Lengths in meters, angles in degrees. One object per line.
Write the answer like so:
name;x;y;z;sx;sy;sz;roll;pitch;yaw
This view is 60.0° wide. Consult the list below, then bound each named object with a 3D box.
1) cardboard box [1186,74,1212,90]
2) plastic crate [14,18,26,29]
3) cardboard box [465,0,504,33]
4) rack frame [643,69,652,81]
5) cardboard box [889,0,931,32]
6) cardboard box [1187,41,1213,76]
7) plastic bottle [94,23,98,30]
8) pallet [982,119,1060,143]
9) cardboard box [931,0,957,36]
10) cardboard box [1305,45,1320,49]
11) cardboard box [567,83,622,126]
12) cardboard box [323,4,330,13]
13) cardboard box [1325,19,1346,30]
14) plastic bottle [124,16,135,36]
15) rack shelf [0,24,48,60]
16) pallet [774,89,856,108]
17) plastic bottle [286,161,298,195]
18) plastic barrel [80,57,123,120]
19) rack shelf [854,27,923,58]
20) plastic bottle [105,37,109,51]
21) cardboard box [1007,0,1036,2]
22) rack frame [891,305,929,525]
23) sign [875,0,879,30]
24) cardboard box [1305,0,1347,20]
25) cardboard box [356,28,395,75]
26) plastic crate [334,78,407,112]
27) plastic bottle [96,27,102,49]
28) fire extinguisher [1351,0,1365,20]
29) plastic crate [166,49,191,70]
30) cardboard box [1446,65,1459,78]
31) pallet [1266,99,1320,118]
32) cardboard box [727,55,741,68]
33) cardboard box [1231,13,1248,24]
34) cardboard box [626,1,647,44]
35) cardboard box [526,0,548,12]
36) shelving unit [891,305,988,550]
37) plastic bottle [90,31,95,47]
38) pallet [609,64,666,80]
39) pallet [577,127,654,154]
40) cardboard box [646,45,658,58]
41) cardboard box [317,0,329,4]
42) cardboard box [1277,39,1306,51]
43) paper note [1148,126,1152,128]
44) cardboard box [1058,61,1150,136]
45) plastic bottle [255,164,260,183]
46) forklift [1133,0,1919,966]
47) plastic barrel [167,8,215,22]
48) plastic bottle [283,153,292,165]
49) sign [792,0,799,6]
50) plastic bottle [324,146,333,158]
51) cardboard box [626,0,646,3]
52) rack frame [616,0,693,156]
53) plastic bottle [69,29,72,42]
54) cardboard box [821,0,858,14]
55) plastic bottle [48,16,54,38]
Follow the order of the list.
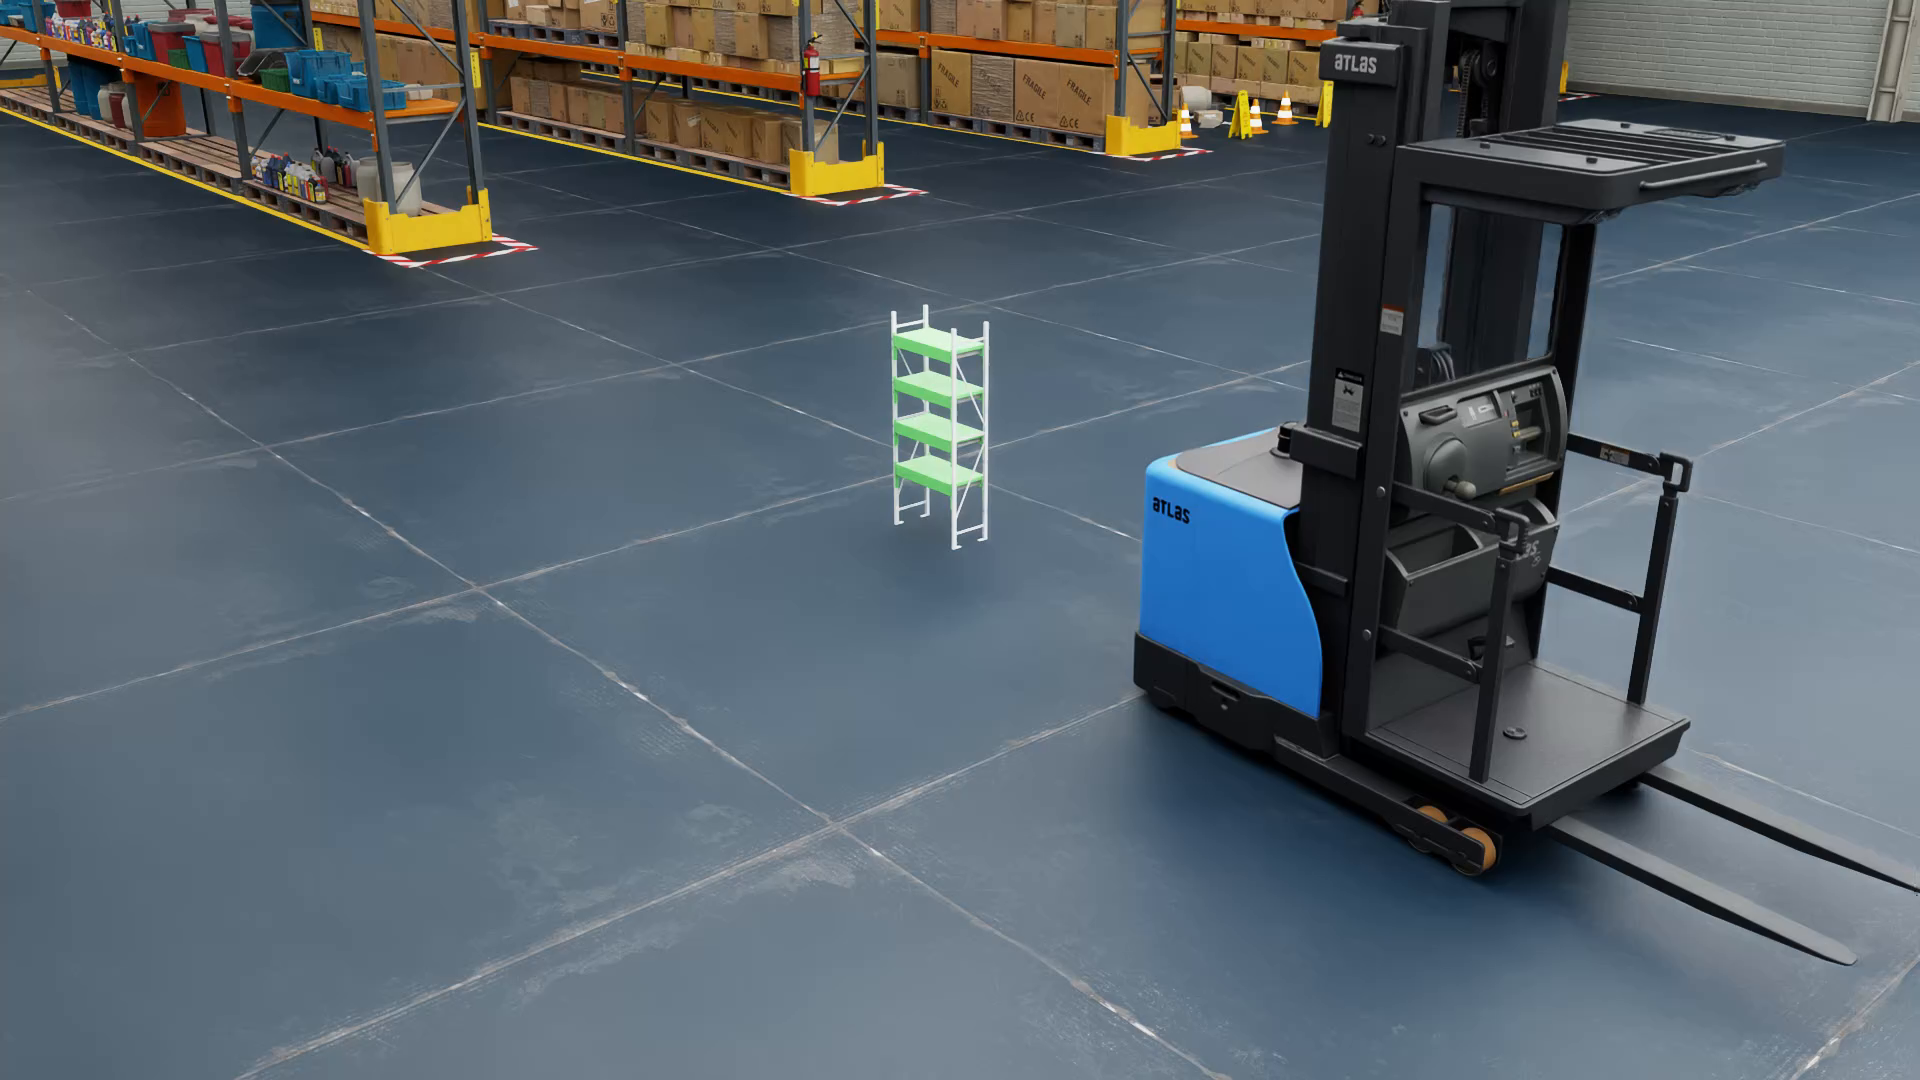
cardboard box;4.056;-7.488;27.183;0.500;0.250;0.500;-16;26;-34
plastic crate;-13.897;-7.762;24.984;0.437;0.125;0.590;-17;27;-37
cardboard box;-7.110;-7.815;24.686;0.500;0.500;0.500;-16;27;-36
rack frame;-5.387;-9.949;30.272;1.000;3.000;0.127;-17;27;-37
cardboard box;-0.709;-7.866;24.816;0.500;0.500;0.500;-18;27;-38
cardboard box;4.058;-7.837;27.046;0.500;0.500;0.500;-16;27;-35
plastic bottle;-11.697;-6.869;22.568;0.061;0.283;0.133;-17;27;-37
pallet;1.072;-5.874;23.692;1.003;0.211;1.213;-17;27;-37
cardboard box;0.084;-7.709;24.348;0.875;0.550;0.550;-17;27;-37
cardboard box;5.452;-7.543;26.295;0.500;0.500;0.500;-19;28;-39
cardboard box;-5.036;-6.092;23.249;0.500;0.500;0.700;20;29;41
cardboard box;-10.663;-9.111;28.477;0.380;0.149;0.250;-17;27;-37
cardboard box;5.723;-7.775;25.066;0.380;0.149;0.250;-16;27;-36
plastic bottle;-11.424;-7.040;22.913;0.144;0.351;0.185;-17;27;-37
rack shelf;-14.269;-7.834;25.860;1.077;0.370;4.000;-17;27;-37
pallet;-2.319;-7.309;27.357;1.003;0.211;1.213;-17;27;-37
plastic bottle;-7.128;-3.887;17.823;0.144;0.351;0.185;-18;27;-38
plastic barrel;-12.159;-6.485;23.731;0.600;0.901;0.708;-17;27;-37
rack shelf;-1.471;-7.956;26.171;1.077;0.370;4.000;-17;27;-37
plastic bottle;-11.152;-6.529;21.814;0.097;0.201;0.097;0;21;0
cardboard box;1.097;-7.750;22.972;0.875;0.550;0.500;-17;27;-37
rack frame;-0.267;-0.672;9.054;0.240;1.200;0.015;-17;27;-37
sign;-0.967;-6.013;19.036;0.100;0.325;0.005;-17;27;-37
cardboard box;5.567;-8.109;25.030;0.500;0.500;0.500;-18;28;-38
cardboard box;-9.581;-8.204;28.154;0.875;0.875;0.875;-17;27;-37
plastic crate;-5.684;-4.299;16.052;0.499;0.251;0.616;-17;27;-37
plastic bottle;-11.406;-6.670;22.076;0.097;0.271;0.097;0;21;0
fire extinguisher;5.855;-7.662;24.540;0.296;0.674;0.183;-17;27;-37
plastic crate;-9.092;-5.722;19.770;0.450;0.188;0.662;-17;27;-37
cardboard box;8.704;-8.272;29.186;0.500;0.250;0.500;-17;27;-37
pallet;5.577;-6.795;26.044;1.003;0.211;1.213;-17;27;-37
cardboard box;-2.549;-5.735;19.857;0.380;0.149;0.250;-17;27;-37
cardboard box;4.495;-8.246;26.268;0.380;0.149;0.250;-18;27;-38
cardboard box;-3.742;-6.632;21.258;0.875;0.500;0.500;-17;27;-37
cardboard box;-5.777;-7.663;23.722;0.700;0.500;0.500;-13;25;-30
shelving unit;-0.108;-0.604;8.882;0.258;1.200;0.503;-17;27;-37
plastic bottle;-11.596;-6.718;22.295;0.097;0.201;0.097;0;21;0
pallet;-5.853;-8.827;31.233;1.003;0.211;1.213;-17;27;-37
pallet;-4.498;-5.502;22.742;1.003;0.211;1.213;-17;27;-37
cardboard box;-3.739;-6.203;21.053;0.380;0.149;0.250;-17;27;-37
cardboard box;-10.699;-9.348;28.536;0.500;0.250;0.500;-18;28;-38
cardboard box;5.119;-7.651;25.681;0.380;0.149;0.250;-16;27;-36
paper note;2.735;-6.076;24.457;0.144;0.017;0.142;-8;23;-19
cardboard box;1.953;-6.011;22.556;0.875;0.875;0.875;-17;27;-37
plastic bottle;-7.799;-4.088;18.542;0.097;0.201;0.097;0;21;0
forklift;2.049;-0.373;5.917;1.130;2.935;3.031;-16;26;-35
plastic barrel;-9.820;-6.519;21.328;0.600;0.536;0.708;-17;27;-37
plastic bottle;-7.419;-4.091;18.344;0.144;0.351;0.185;-17;27;-37
sign;-1.811;-6.040;18.272;0.100;0.325;0.005;-17;27;-37
plastic bottle;-7.102;-4.269;18.799;0.144;0.351;0.185;-18;28;-39
cardboard box;-3.888;-7.051;20.958;0.500;0.500;0.500;-17;27;-37
rack frame;-3.989;-6.586;21.685;1.000;3.000;0.127;-17;27;-37
plastic bottle;-12.290;-7.011;23.045;0.097;0.201;0.097;0;21;0
cardboard box;-1.530;-6.348;19.162;0.500;0.500;0.500;-17;27;-37
plastic bottle;-12.960;-7.323;23.727;0.061;0.283;0.133;-17;27;-37
